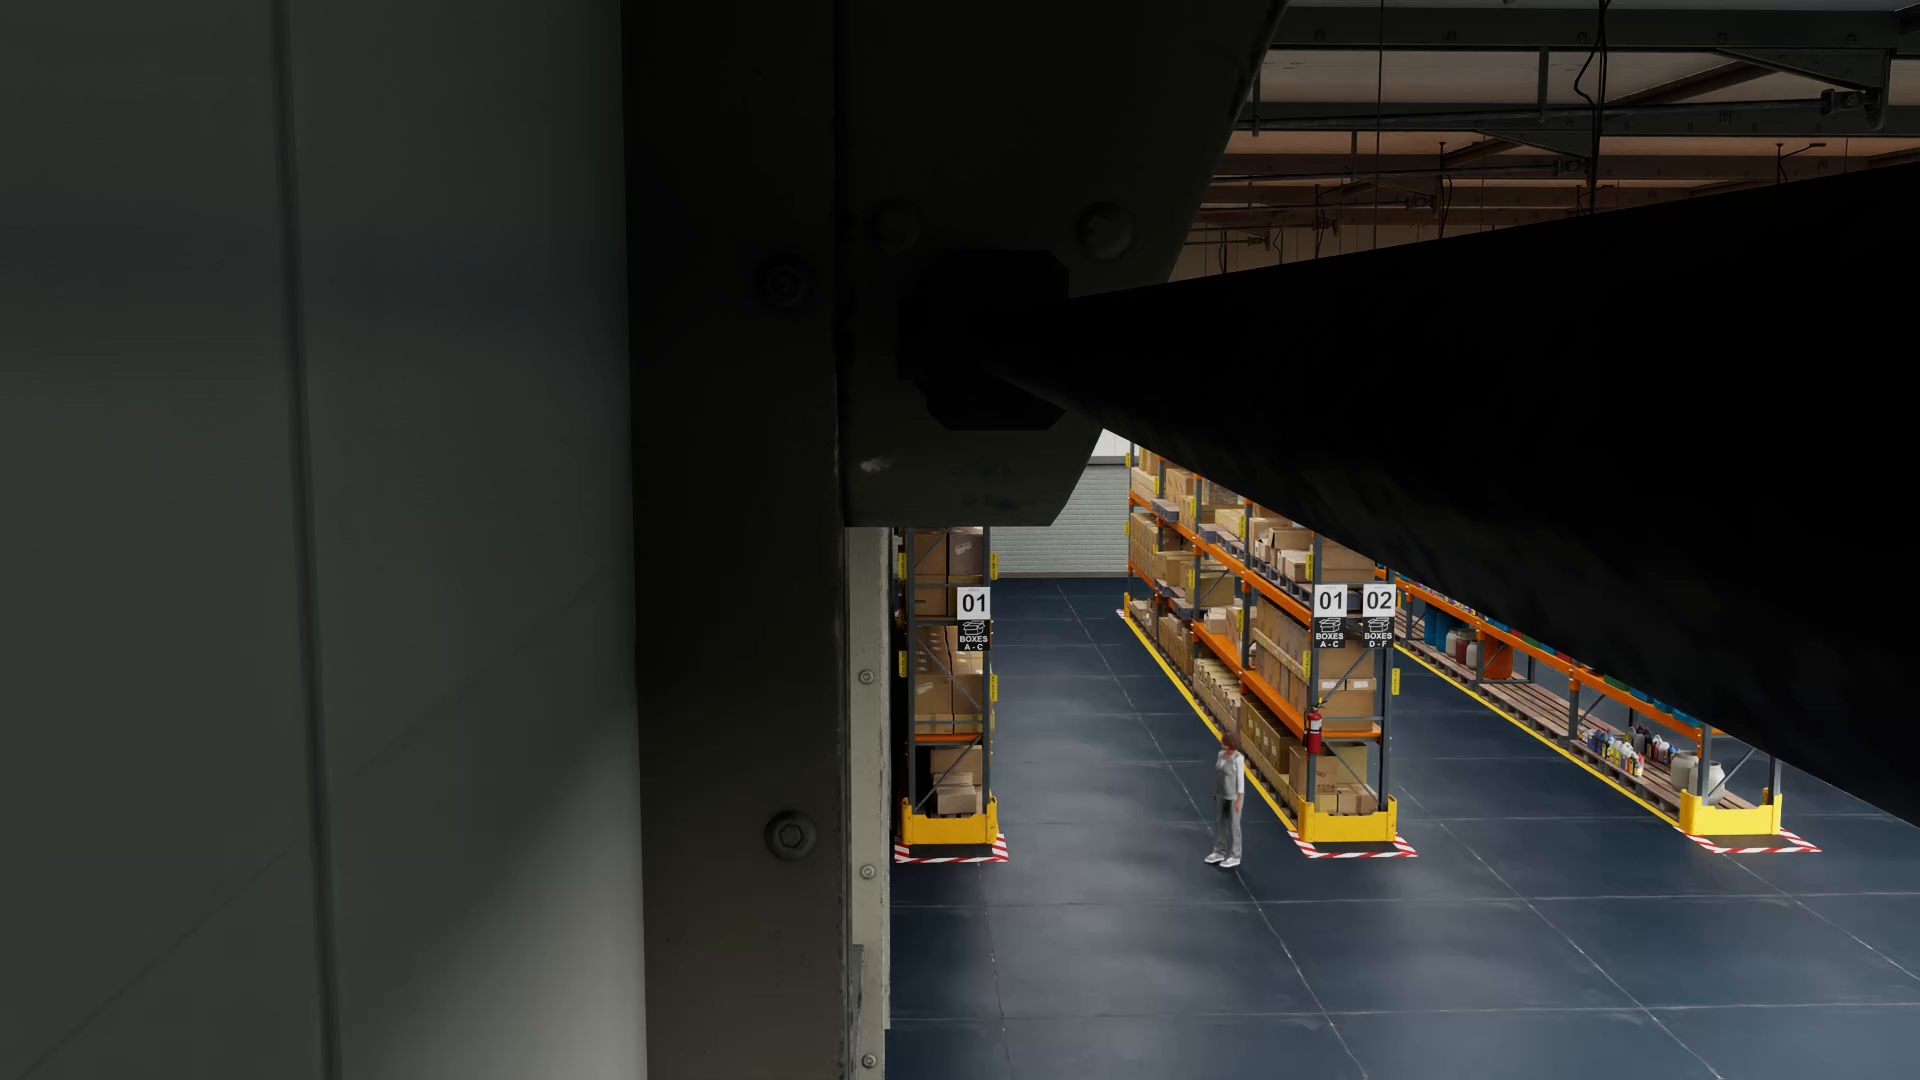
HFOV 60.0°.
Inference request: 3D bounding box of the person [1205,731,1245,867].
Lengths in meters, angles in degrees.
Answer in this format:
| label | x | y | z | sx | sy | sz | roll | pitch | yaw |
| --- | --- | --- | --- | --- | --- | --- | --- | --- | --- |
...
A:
| label | x | y | z | sx | sy | sz | roll | pitch | yaw |
| --- | --- | --- | --- | --- | --- | --- | --- | --- | --- |
| person | 3.135 | 3.030 | 19.559 | 0.377 | 1.599 | 0.467 | -6 | 9 | -37 |
